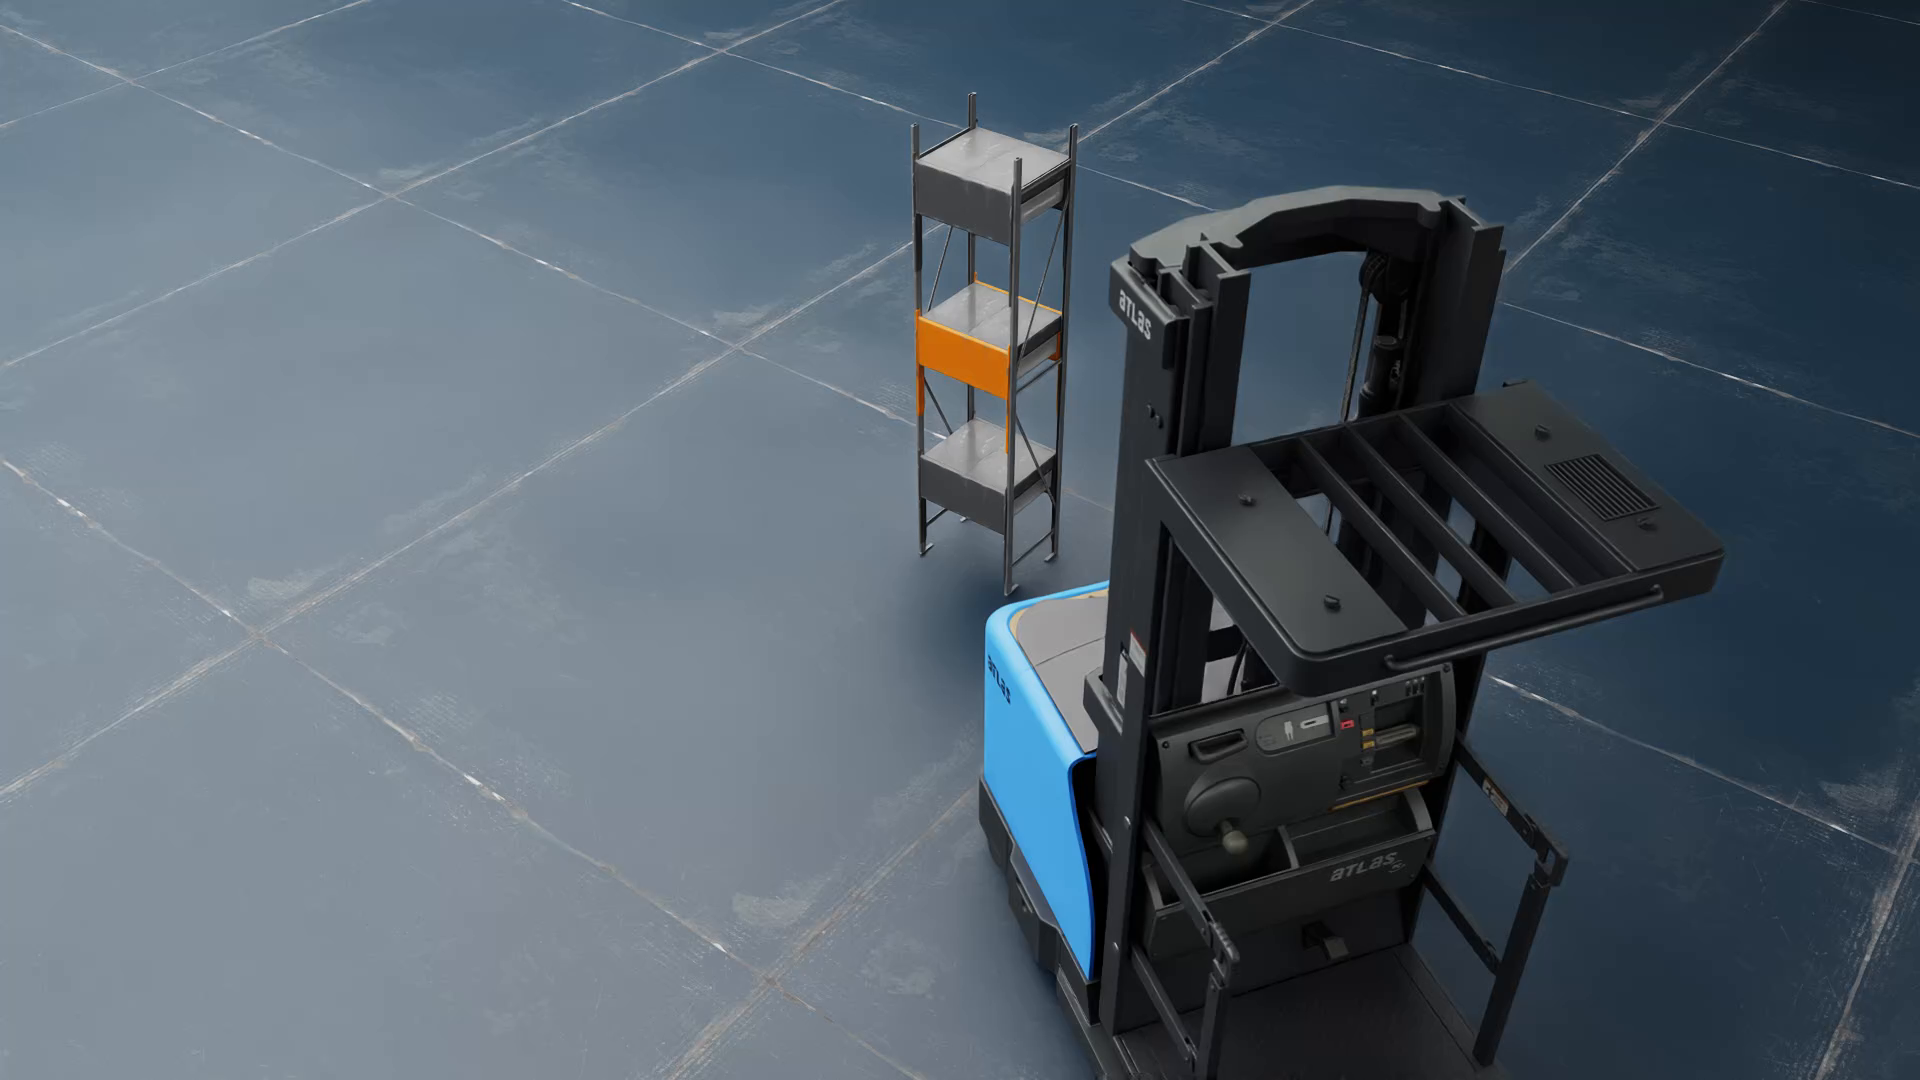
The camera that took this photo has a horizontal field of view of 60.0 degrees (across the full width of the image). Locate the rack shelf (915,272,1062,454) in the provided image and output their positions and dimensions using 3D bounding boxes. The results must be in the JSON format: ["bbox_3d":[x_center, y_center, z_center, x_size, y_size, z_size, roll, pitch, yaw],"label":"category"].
[{"bbox_3d":[0.131,-0.754,7.032,0.480,0.518,0.431,25,45,29],"label":"rack shelf"}]

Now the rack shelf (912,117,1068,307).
[{"bbox_3d":[0.131,-1.305,6.600,0.480,0.518,0.431,25,45,29],"label":"rack shelf"}]

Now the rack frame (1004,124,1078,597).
[{"bbox_3d":[0.325,-0.673,6.907,0.015,2.100,0.400,25,45,29],"label":"rack frame"}]

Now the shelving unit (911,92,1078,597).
[{"bbox_3d":[0.131,-0.765,7.024,0.503,2.100,0.431,25,45,29],"label":"shelving unit"}]

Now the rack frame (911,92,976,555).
[{"bbox_3d":[-0.062,-0.856,7.140,0.015,2.100,0.400,25,45,29],"label":"rack frame"}]

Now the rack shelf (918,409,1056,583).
[{"bbox_3d":[0.131,-0.203,7.463,0.480,0.518,0.431,25,45,29],"label":"rack shelf"}]

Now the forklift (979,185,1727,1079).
[{"bbox_3d":[1.053,0.680,4.504,1.130,2.935,3.031,-13,40,-16],"label":"forklift"}]
